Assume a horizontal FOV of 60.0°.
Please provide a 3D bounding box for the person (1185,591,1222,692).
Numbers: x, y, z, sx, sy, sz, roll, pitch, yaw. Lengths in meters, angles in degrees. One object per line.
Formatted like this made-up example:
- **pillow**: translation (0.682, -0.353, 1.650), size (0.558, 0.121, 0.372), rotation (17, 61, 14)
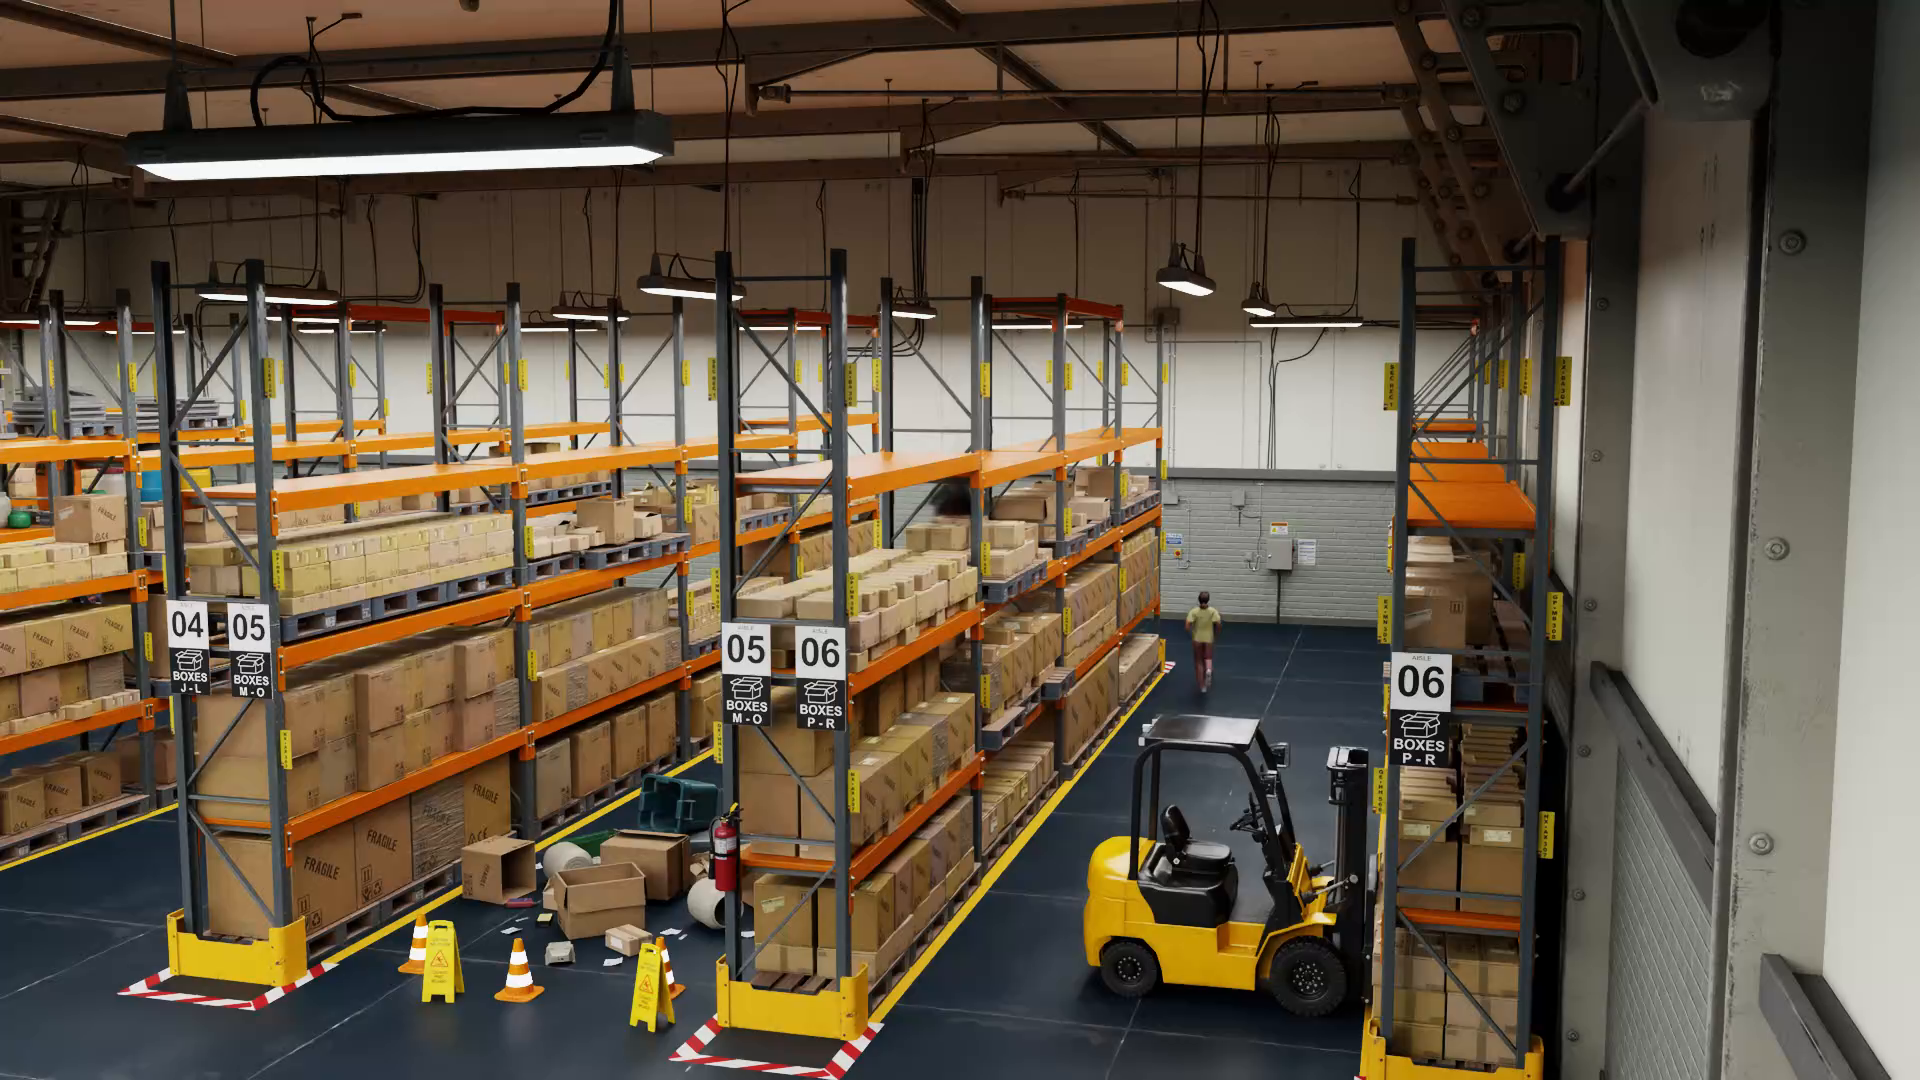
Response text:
- **person**: translation (3.818, 1.605, 26.106), size (0.581, 1.626, 0.565), rotation (1, 6, 5)
